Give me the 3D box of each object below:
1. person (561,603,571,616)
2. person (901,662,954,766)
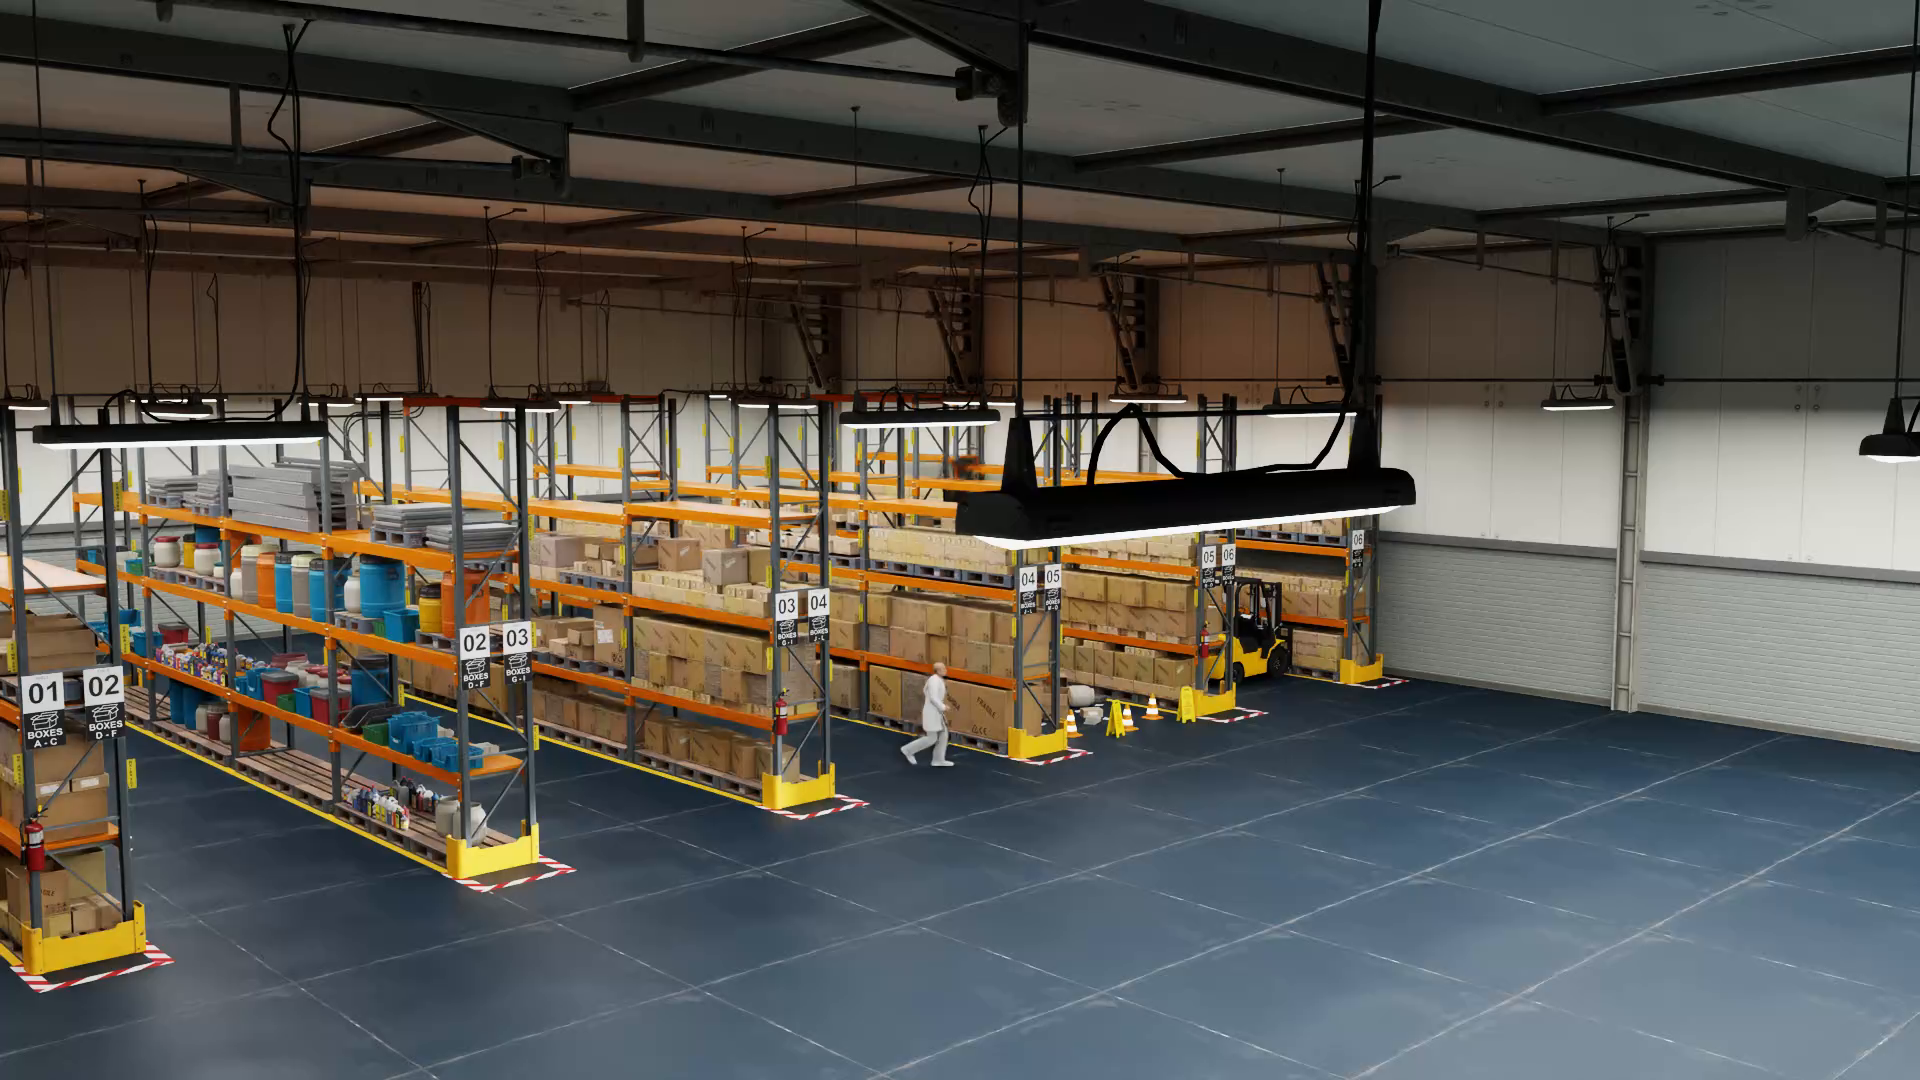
[{"bbox_3d":[-10.158,1.375,42.772,0.697,1.688,0.856,0,6,-5],"label":"person"},{"bbox_3d":[-0.530,2.851,27.141,0.867,1.734,0.703,0,6,3],"label":"person"}]
